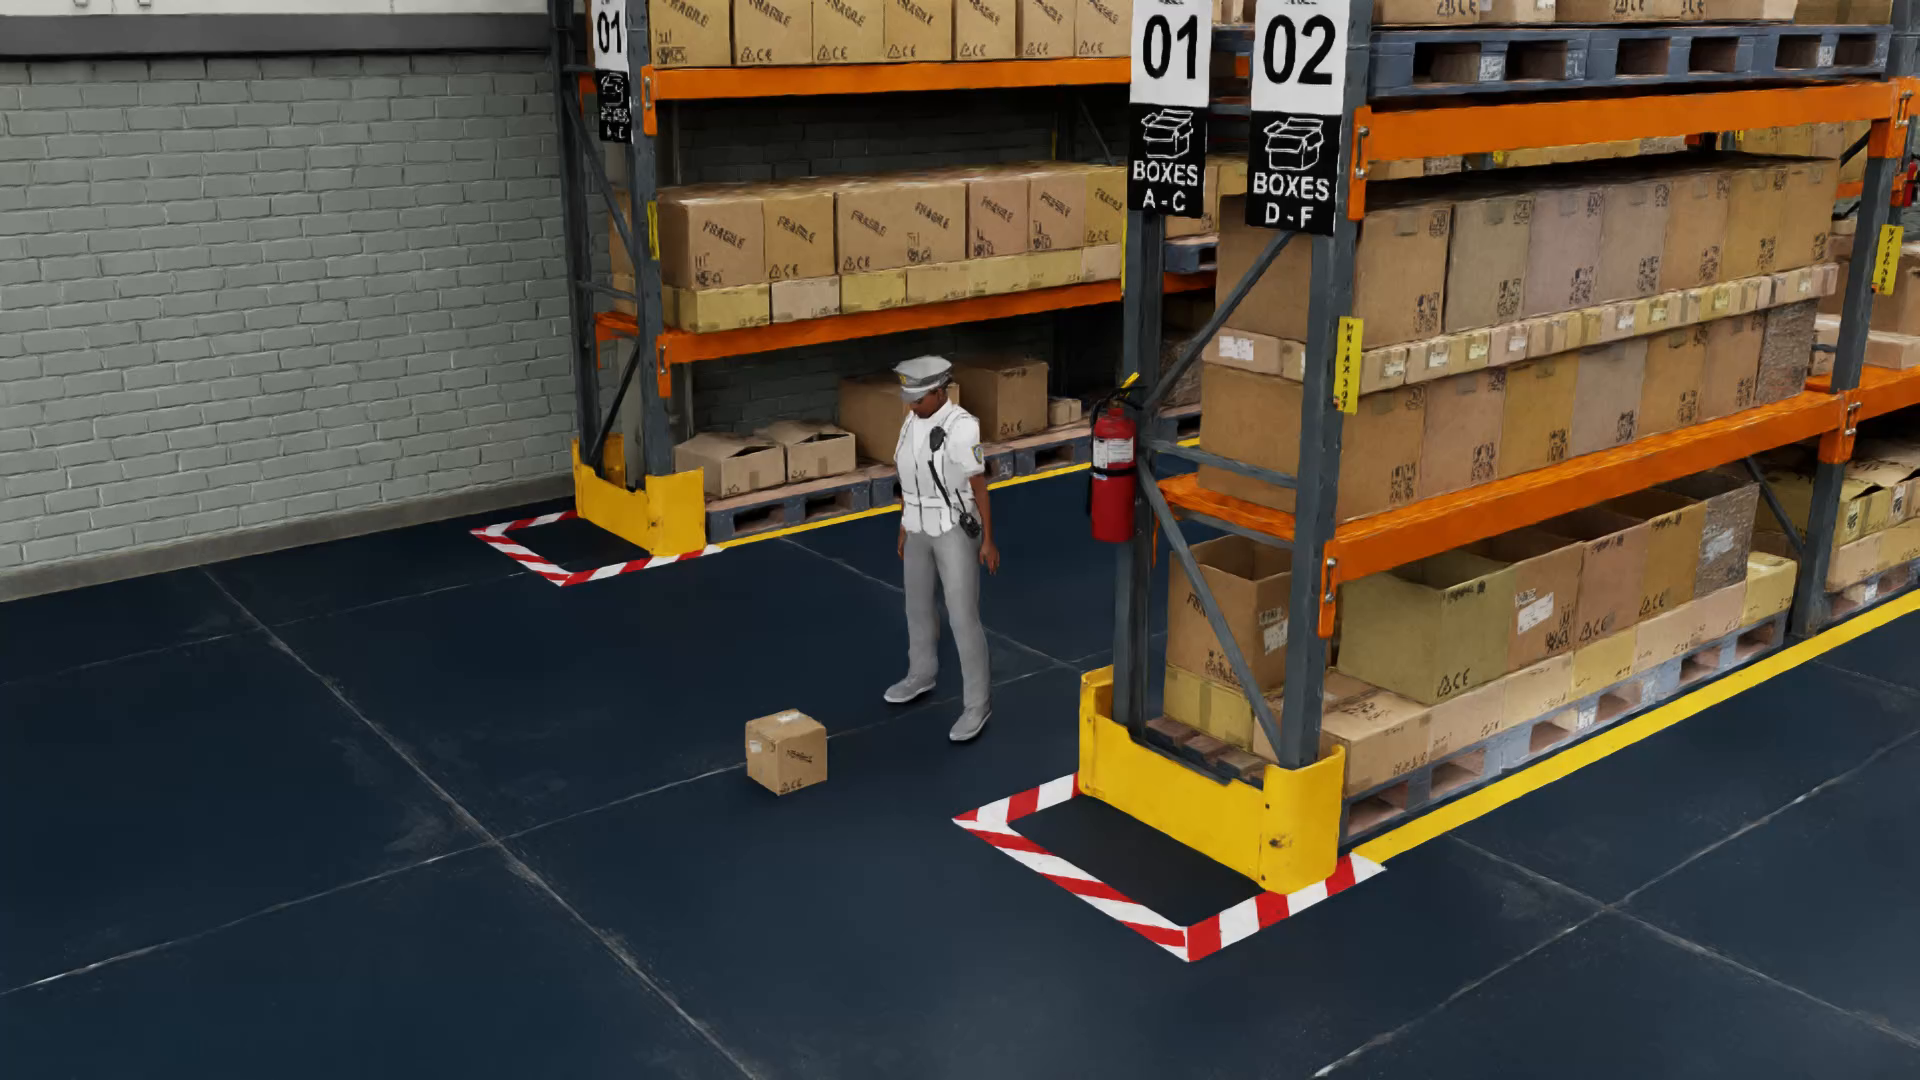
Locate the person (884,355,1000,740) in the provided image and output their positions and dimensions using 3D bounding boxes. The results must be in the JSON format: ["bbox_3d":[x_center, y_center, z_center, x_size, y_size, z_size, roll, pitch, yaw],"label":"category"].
[{"bbox_3d":[-0.083,0.012,7.467,0.649,1.656,0.442,16,24,40],"label":"person"}]
